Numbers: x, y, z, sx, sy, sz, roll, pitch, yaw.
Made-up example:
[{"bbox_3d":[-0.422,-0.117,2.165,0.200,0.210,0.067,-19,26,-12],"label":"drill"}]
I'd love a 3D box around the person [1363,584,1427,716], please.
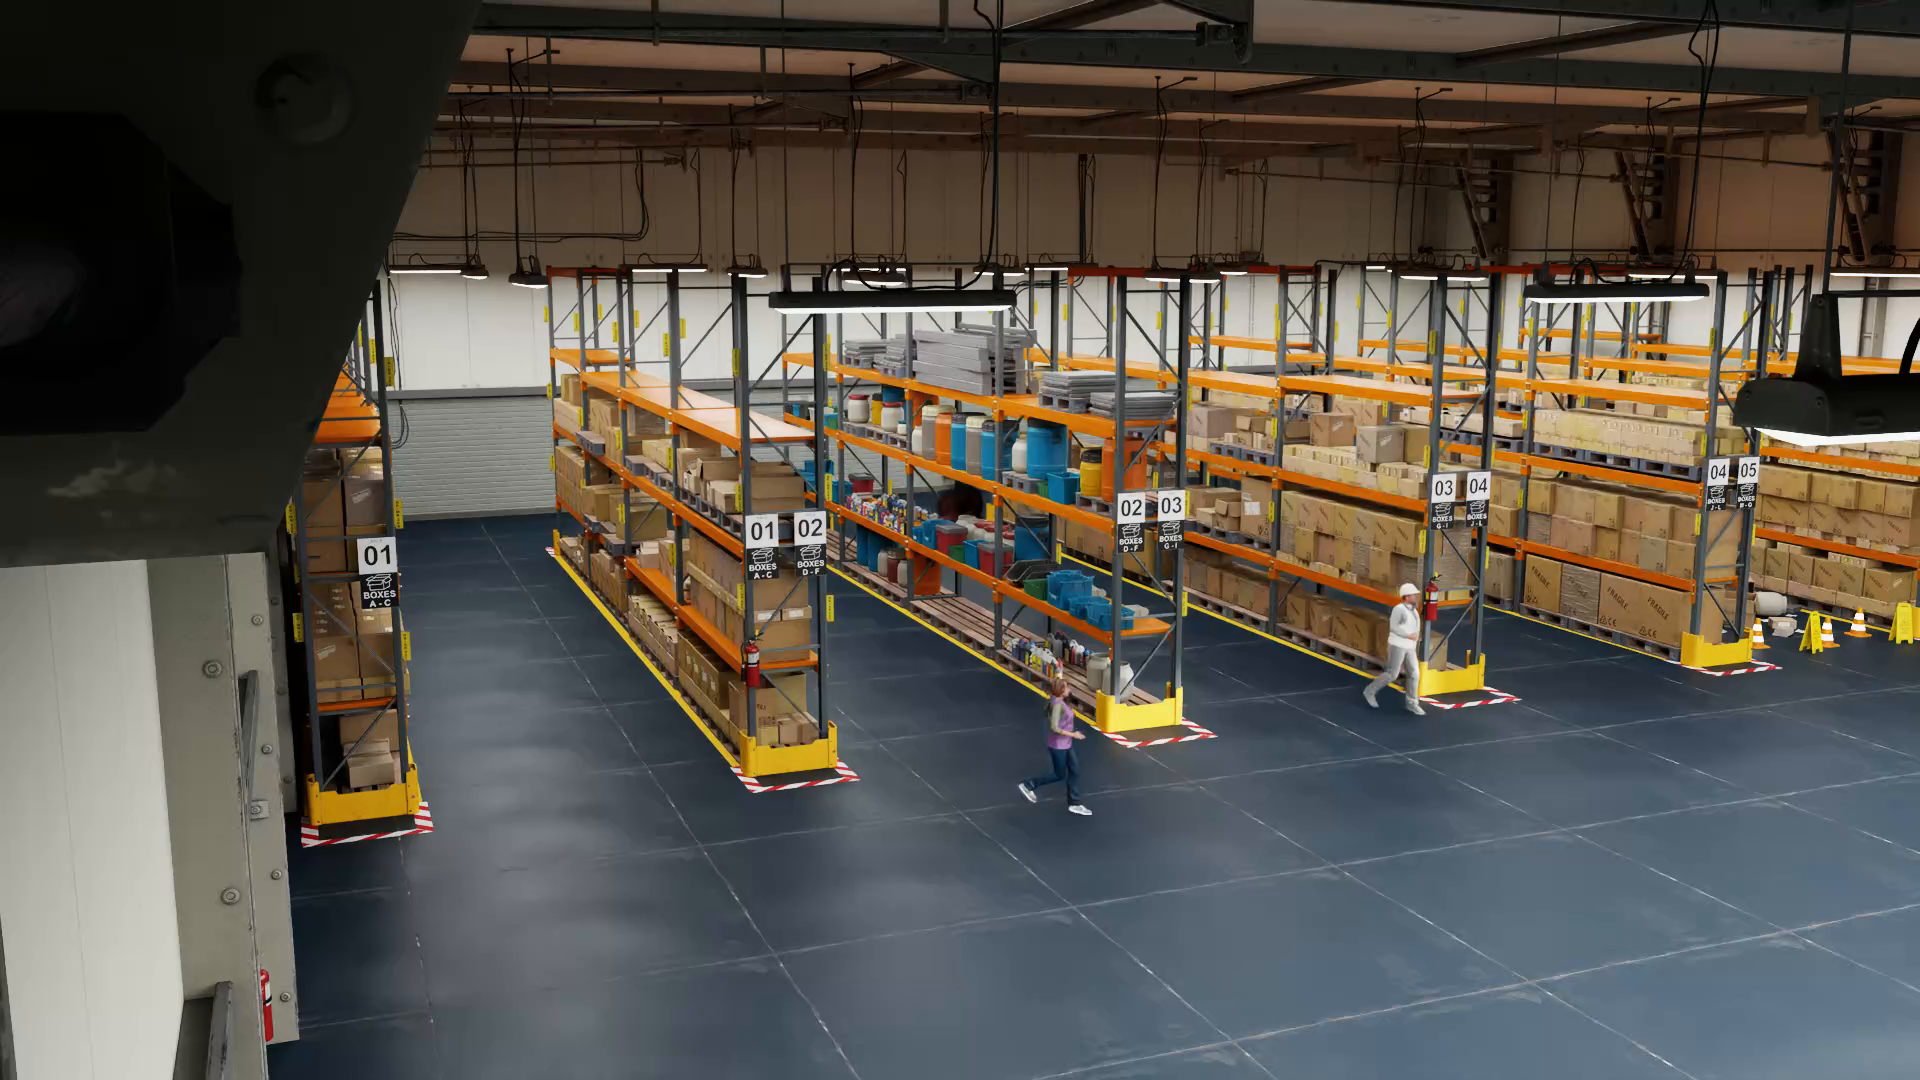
[{"bbox_3d":[6.136,1.487,23.063,0.875,1.798,0.702,9,13,41],"label":"person"}]

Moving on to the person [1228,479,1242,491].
[{"bbox_3d":[6.914,-1.701,41.489,0.635,1.724,0.752,6,12,31],"label":"person"}]

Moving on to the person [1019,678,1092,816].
[{"bbox_3d":[1.090,2.329,18.794,0.834,1.594,0.551,2,10,9],"label":"person"}]
